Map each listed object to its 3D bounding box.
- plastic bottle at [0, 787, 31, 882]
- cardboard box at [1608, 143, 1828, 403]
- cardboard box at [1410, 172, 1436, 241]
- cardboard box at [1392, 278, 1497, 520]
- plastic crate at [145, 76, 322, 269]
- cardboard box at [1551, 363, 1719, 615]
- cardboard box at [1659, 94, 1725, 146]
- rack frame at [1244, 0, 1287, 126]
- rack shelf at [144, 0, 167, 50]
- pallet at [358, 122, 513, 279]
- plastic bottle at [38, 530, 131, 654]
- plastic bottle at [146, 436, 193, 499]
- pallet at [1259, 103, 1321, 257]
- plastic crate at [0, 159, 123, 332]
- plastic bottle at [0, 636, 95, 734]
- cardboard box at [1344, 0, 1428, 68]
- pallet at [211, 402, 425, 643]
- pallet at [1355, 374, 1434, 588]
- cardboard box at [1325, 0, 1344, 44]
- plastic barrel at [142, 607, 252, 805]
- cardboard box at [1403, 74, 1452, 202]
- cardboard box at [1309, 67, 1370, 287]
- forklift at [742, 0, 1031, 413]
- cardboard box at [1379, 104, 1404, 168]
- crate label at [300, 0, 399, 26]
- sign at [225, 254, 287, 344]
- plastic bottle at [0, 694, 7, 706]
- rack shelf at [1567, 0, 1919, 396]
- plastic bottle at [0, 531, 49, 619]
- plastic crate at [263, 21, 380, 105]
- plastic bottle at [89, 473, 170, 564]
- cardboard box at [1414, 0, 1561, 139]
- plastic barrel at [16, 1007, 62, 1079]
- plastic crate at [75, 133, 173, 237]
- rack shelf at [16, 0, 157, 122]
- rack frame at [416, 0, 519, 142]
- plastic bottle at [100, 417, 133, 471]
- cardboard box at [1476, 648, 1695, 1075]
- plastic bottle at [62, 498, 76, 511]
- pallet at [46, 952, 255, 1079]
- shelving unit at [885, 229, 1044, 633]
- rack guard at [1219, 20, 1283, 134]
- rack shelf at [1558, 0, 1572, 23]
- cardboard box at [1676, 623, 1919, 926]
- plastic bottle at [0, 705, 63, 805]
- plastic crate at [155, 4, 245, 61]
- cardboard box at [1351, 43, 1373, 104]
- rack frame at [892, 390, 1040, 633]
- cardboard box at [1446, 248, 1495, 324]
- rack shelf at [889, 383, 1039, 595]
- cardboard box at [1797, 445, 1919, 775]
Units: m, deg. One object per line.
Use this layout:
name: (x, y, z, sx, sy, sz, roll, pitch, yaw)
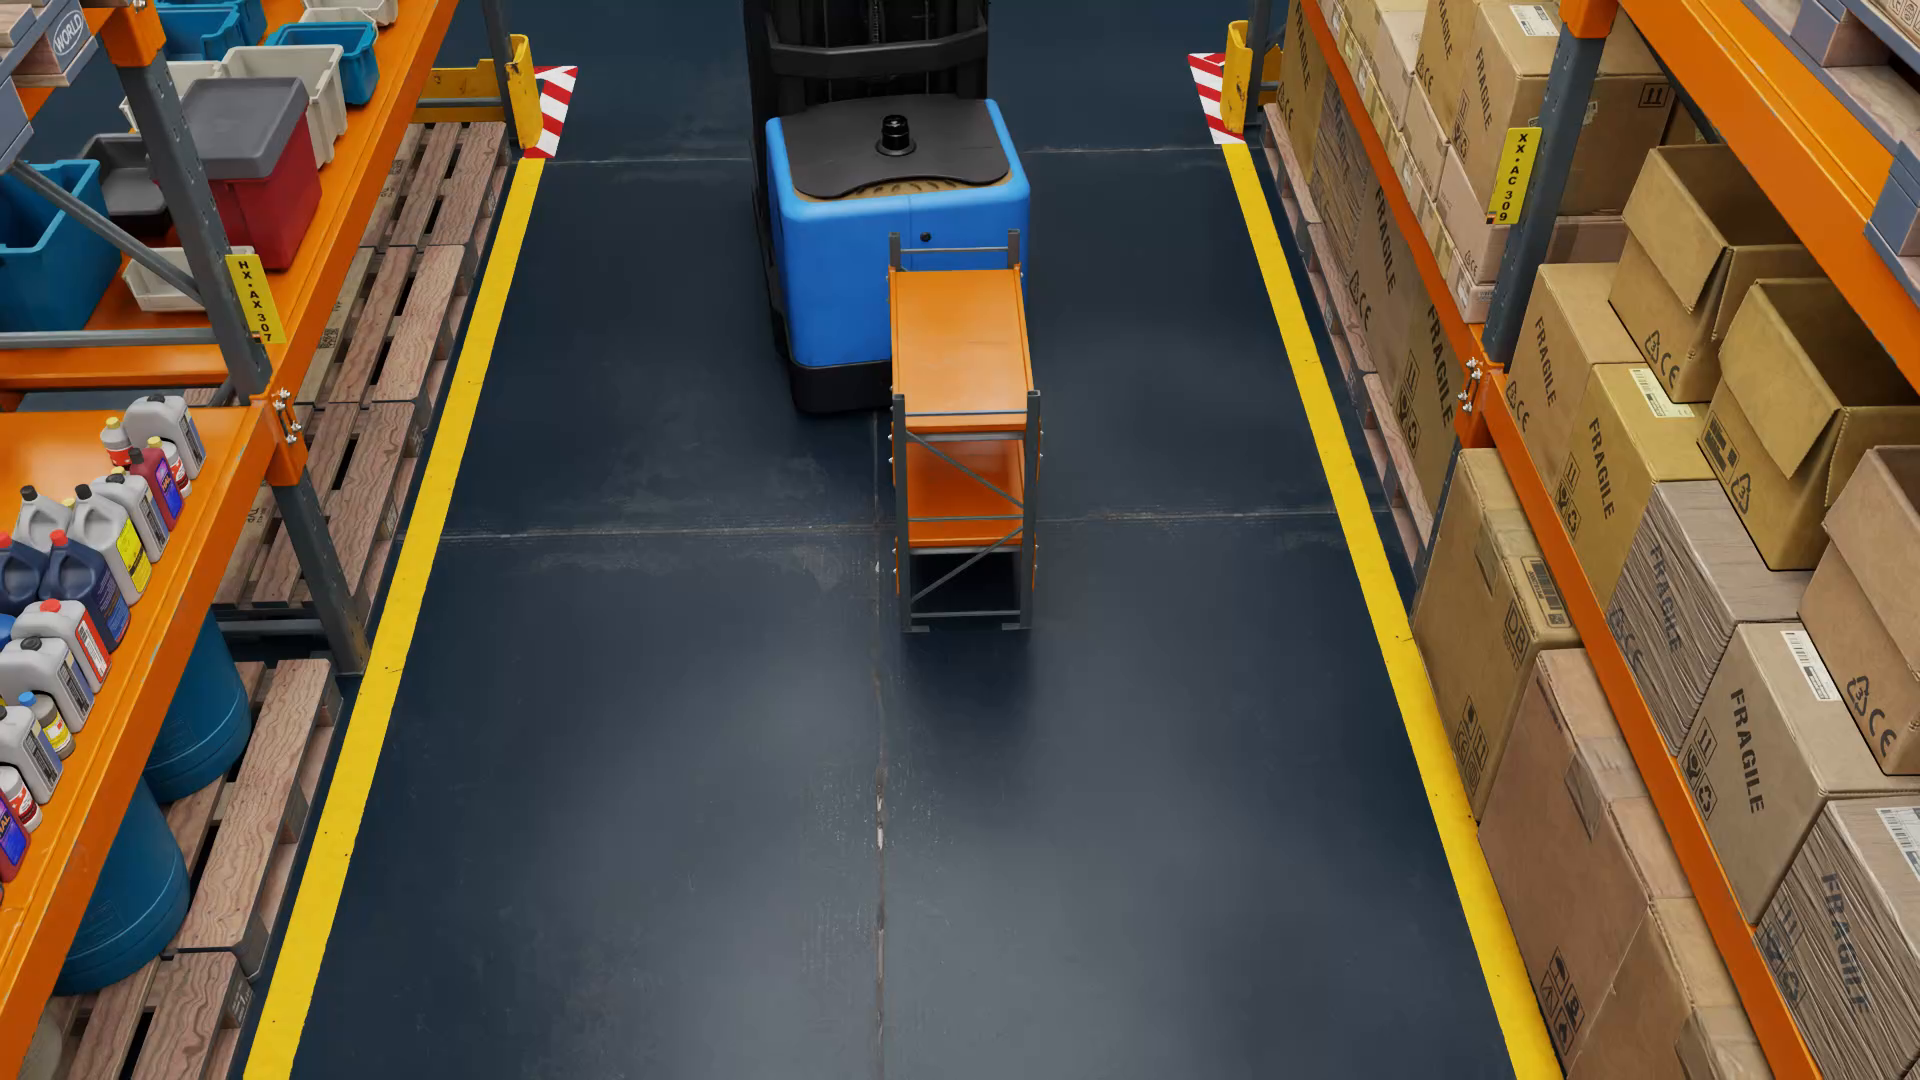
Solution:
plastic bottle: (-2.274, 0.665, 3.891, 0.061, 0.283, 0.133, -2, 43, -2)
cardboard box: (2.263, -0.742, 4.524, 0.797, 0.503, 0.637, -3, 43, -3)
cardboard box: (1.865, -1.218, 6.044, 0.380, 0.149, 0.250, -2, 43, -3)
cardboard box: (2.279, -0.586, 6.431, 0.875, 0.875, 0.875, -2, 43, -2)
plastic crate: (-2.509, -1.280, 5.835, 0.402, 0.464, 0.583, -2, 43, -2)
cardboard box: (2.019, -0.146, 4.616, 0.500, 0.500, 0.500, -2, 43, -2)
cardboard box: (2.462, -1.428, 5.424, 0.500, 0.500, 0.500, -2, 43, -2)
rack frame: (2.057, -3.467, 8.313, 1.000, 3.000, 0.127, -2, 43, -2)
rack shelf: (-2.806, -2.815, 5.914, 1.077, 0.370, 4.000, -2, 43, -2)
pallet: (-2.895, -1.739, 8.491, 1.003, 0.211, 1.213, -2, 43, -2)
plastic bottle: (-2.348, 0.130, 4.425, 0.144, 0.351, 0.185, -2, 43, -2)
plastic bottle: (-2.349, -0.217, 4.914, 0.097, 0.201, 0.097, 0, 43, 0)
pallet: (2.169, -1.902, 8.668, 1.003, 0.211, 1.213, -2, 43, -2)
plastic crate: (-3.082, -0.946, 5.530, 0.392, 0.384, 0.575, -2, 43, -2)
plastic bottle: (-2.339, 0.356, 4.234, 0.152, 0.276, 0.135, -2, 43, -2)
cardboard box: (1.882, -2.147, 6.764, 0.500, 0.250, 0.500, -2, 43, -3)
pallet: (-2.791, -0.092, 6.694, 1.003, 0.211, 1.213, -2, 43, -2)
pallet: (2.273, -0.254, 6.871, 1.003, 0.211, 1.213, -2, 43, -2)
cardboard box: (1.800, -2.257, 7.179, 0.380, 0.149, 0.250, -2, 43, -2)
plastic barrel: (-2.715, 0.362, 5.377, 0.600, 0.901, 0.708, -2, 43, -2)
cardboard box: (1.922, -1.461, 6.015, 0.500, 0.250, 0.500, 0, 43, -1)
cardboard box: (2.203, -1.795, 7.750, 0.875, 0.875, 0.875, -2, 43, -2)
forklift: (-0.461, -2.638, 7.459, 1.130, 2.935, 3.031, -7, 43, -7)
cardboard box: (1.843, -1.565, 6.424, 0.380, 0.149, 0.250, -1, 43, -1)
crate label: (-2.642, -2.321, 7.213, 0.396, 0.136, 0.243, -2, 43, -2)
sign: (-2.172, -0.741, 5.134, 0.100, 0.325, 0.005, -2, 43, -2)
plastic bottle: (-2.463, 0.374, 4.218, 0.097, 0.271, 0.097, 0, 43, 0)
rack shelf: (2.312, -0.257, 3.123, 1.077, 0.370, 4.000, -2, 43, -2)
plastic bottle: (-2.492, 0.134, 4.421, 0.144, 0.351, 0.185, -2, 43, -2)
plastic crate: (-2.548, -1.906, 6.689, 0.416, 0.233, 0.300, -2, 43, -2)
plastic bottle: (-2.366, -0.075, 4.704, 0.152, 0.276, 0.135, -2, 43, -2)
cardboard box: (1.923, -1.739, 5.763, 0.500, 0.500, 0.500, -1, 43, -1)
plastic barrel: (-2.751, 1.367, 4.569, 0.421, 0.512, 0.421, 0, 43, 0)
plastic crate: (-3.037, -1.293, 6.100, 0.437, 0.125, 0.590, -2, 43, -2)
rack shelf: (-2.636, -0.115, 2.968, 1.077, 0.370, 4.000, -2, 43, -2)
rack frame: (-2.891, -3.325, 8.158, 1.000, 3.000, 0.127, -2, 43, -2)
plastic bottle: (-2.505, -0.278, 4.981, 0.097, 0.201, 0.097, 0, 43, 0)
cardboard box: (2.313, 0.896, 4.814, 1.225, 0.875, 0.875, -3, 43, -3)
plastic bottle: (-2.490, -0.032, 4.712, 0.097, 0.201, 0.097, 0, 43, 0)
pallet: (-2.675, 1.751, 4.683, 1.003, 0.211, 1.213, -2, 43, -2)
shelving unit: (0.000, -0.419, 6.375, 0.538, 1.125, 1.048, -2, 43, -2)
rack guard: (2.056, -2.562, 9.175, 1.175, 0.500, 0.348, -2, 43, -2)
rack shelf: (2.142, -2.957, 6.069, 1.077, 0.370, 4.000, -2, 43, -2)
cardboard box: (2.067, 0.540, 3.867, 0.500, 0.500, 0.500, -1, 43, -1)
plastic bottle: (-2.329, 0.512, 4.063, 0.152, 0.276, 0.135, -2, 43, -2)
plastic crate: (-3.141, -2.018, 6.811, 0.416, 0.233, 0.300, -2, 43, -2)
cardboard box: (1.822, -1.910, 6.800, 0.380, 0.149, 0.250, -1, 43, -1)
rack frame: (0.021, -0.076, 6.000, 0.500, 1.125, 0.032, -2, 43, -2)
cardboard box: (1.887, -0.871, 5.666, 0.380, 0.149, 0.250, -1, 43, -2)
rack shelf: (0.000, -0.239, 6.540, 0.538, 0.278, 1.000, -2, 43, -2)
cardboard box: (2.322, 0.140, 3.561, 0.797, 0.503, 0.637, 0, 43, 0)
